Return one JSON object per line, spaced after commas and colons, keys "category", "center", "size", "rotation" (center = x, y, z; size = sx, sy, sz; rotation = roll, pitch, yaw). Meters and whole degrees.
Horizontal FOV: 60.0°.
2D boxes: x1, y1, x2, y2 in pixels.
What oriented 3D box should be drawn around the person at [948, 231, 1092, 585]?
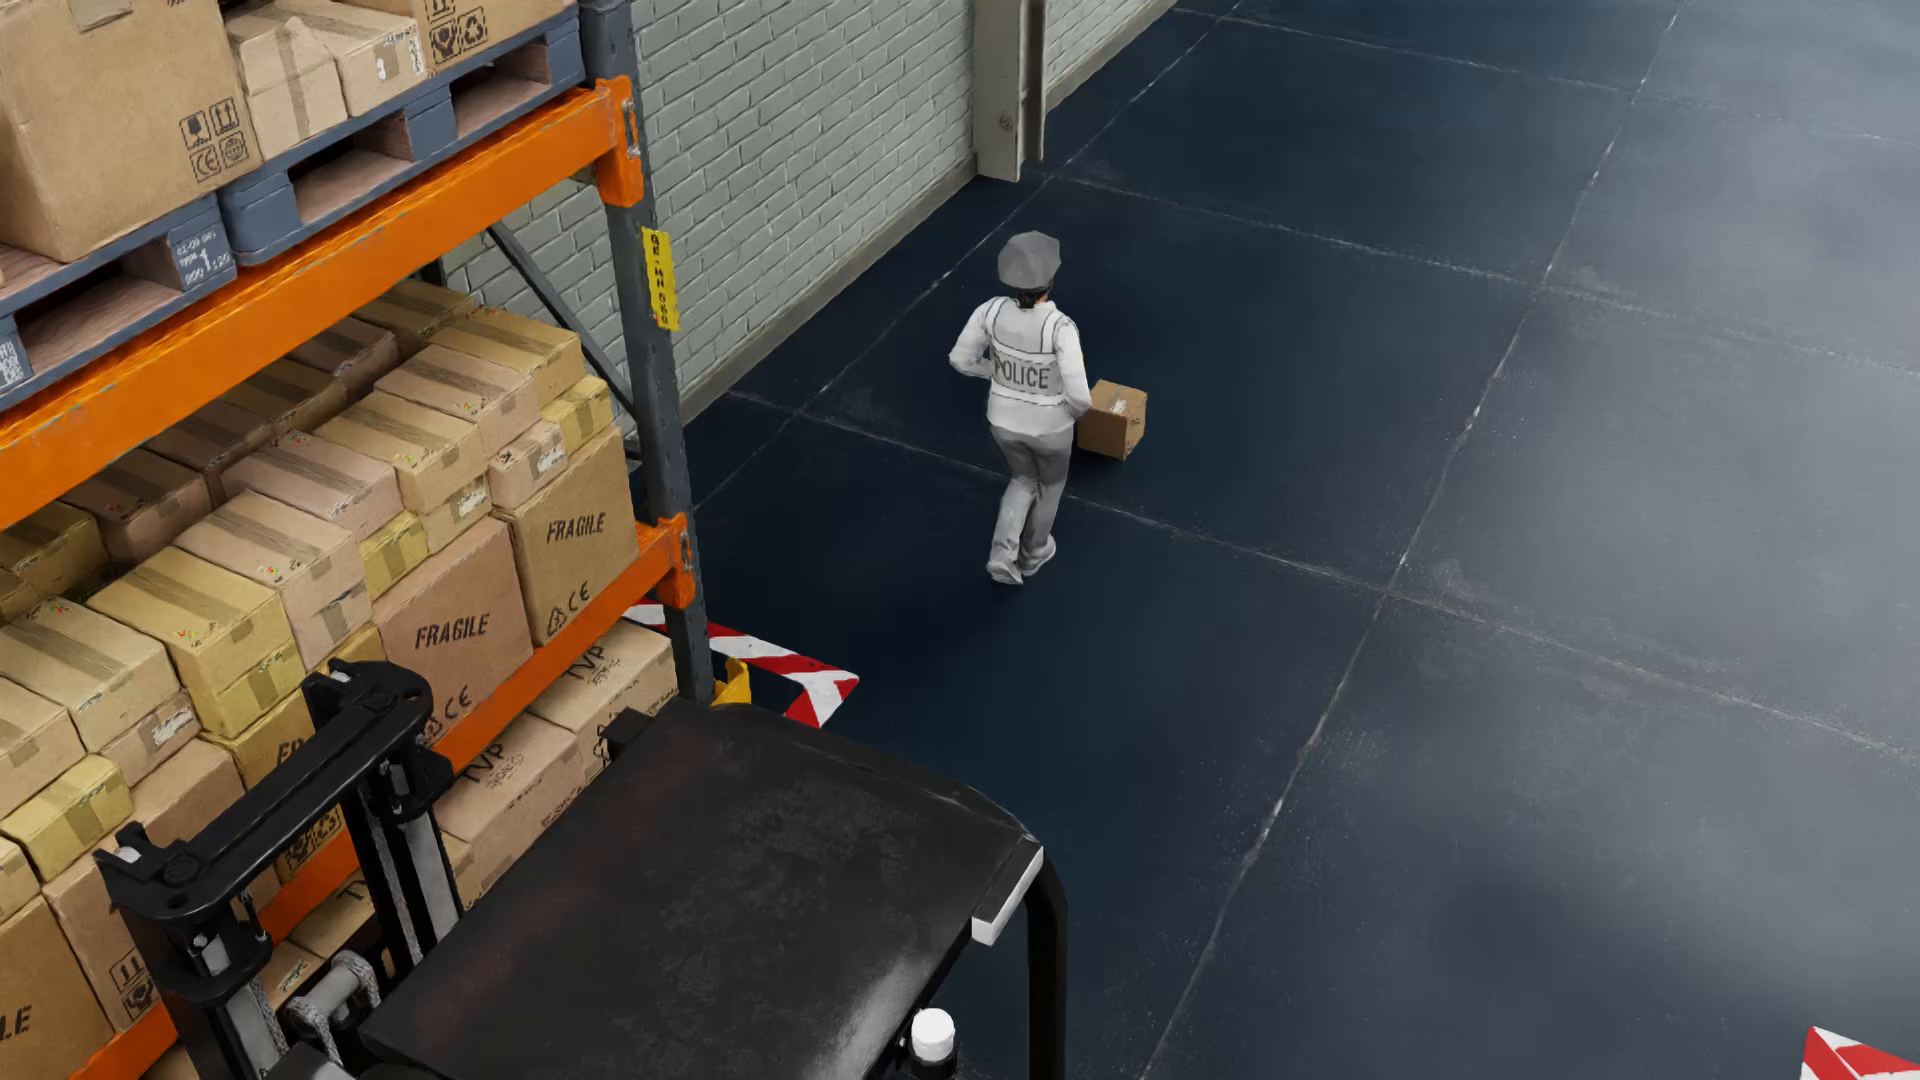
{"category": "person", "center": [0.269, -0.488, 6.764], "size": [0.635, 1.661, 0.578], "rotation": [18, 41, 21]}
